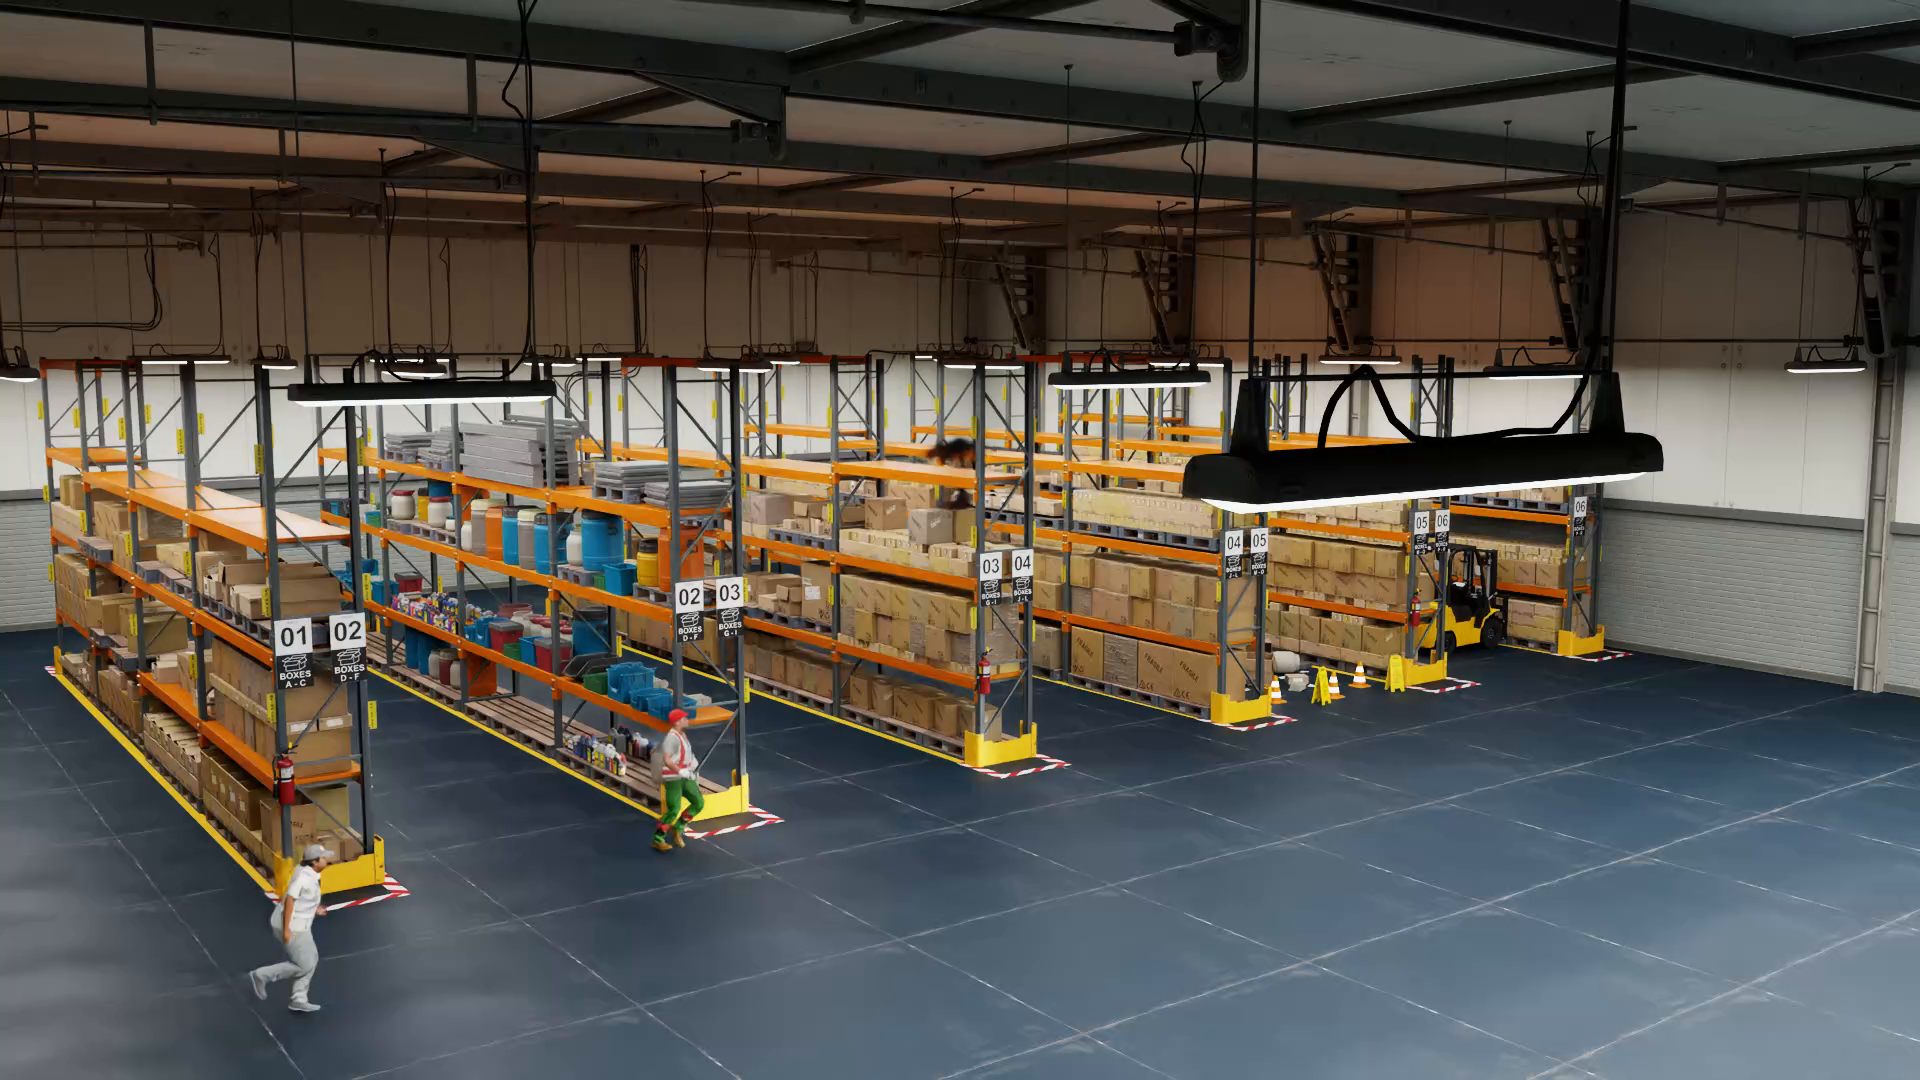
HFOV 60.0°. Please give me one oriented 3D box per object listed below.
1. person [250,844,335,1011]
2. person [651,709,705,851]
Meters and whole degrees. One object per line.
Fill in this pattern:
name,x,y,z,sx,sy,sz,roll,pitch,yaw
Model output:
person,-6.302,3.688,15.717,0.801,1.607,0.607,-3,8,-26
person,-3.497,2.972,20.788,0.606,1.728,0.710,2,7,14
